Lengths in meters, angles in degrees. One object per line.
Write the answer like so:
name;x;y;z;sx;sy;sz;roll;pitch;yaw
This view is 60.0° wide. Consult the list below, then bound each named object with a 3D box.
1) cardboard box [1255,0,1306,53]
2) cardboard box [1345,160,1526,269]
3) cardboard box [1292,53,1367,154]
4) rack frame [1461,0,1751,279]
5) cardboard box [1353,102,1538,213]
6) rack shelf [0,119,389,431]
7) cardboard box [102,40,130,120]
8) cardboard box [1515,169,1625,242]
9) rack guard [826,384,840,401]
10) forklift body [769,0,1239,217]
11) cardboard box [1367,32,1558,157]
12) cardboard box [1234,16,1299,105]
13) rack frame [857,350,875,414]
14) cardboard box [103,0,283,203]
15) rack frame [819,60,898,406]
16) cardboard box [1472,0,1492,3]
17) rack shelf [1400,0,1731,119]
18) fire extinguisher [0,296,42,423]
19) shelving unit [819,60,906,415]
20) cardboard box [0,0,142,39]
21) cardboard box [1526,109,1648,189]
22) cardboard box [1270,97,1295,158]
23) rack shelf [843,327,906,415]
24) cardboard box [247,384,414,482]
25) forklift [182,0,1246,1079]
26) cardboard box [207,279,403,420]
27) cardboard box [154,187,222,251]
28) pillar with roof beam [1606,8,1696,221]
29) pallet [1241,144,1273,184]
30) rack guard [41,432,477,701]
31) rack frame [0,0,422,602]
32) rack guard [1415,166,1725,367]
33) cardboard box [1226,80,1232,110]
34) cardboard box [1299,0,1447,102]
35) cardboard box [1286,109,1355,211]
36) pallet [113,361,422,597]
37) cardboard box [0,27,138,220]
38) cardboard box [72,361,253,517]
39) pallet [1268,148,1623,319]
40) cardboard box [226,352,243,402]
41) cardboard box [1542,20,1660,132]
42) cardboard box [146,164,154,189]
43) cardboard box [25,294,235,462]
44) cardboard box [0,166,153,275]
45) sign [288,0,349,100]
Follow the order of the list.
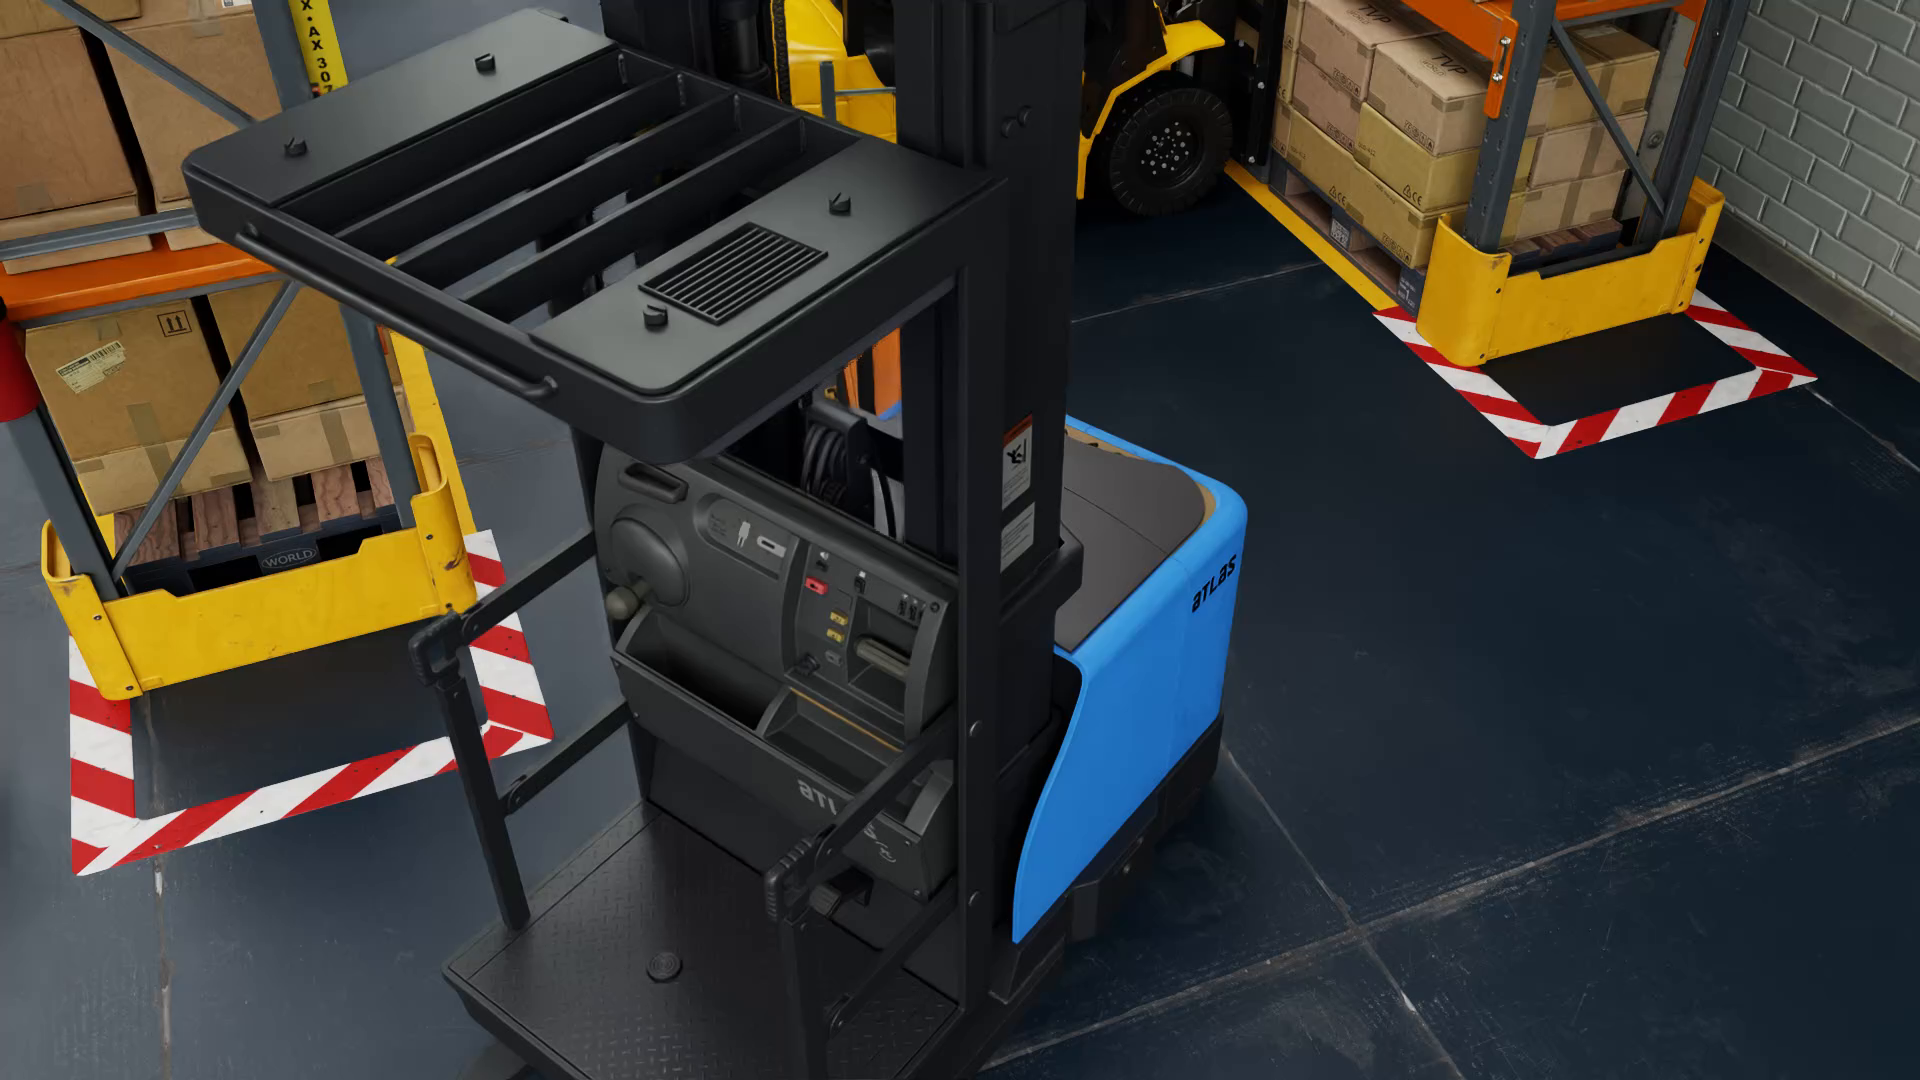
cardboard box;1.556;-2.372;7.227;0.500;0.250;0.500;-15;43;-16
cardboard box;1.952;-1.390;6.852;0.500;0.250;0.500;-15;43;-17
cardboard box;1.767;-1.895;7.056;0.500;0.250;0.500;-16;43;-17
rack frame;2.424;-2.069;5.855;1.000;3.000;0.127;-15;43;-17
cardboard box;1.949;-1.590;6.702;0.500;0.250;0.500;-16;43;-17
rack shelf;-2.926;-1.760;6.048;1.077;0.370;4.000;-15;43;-17
cardboard box;-2.811;-1.540;4.935;0.500;0.500;0.500;-15;43;-17
cardboard box;2.416;-1.530;7.015;0.500;0.250;0.500;-15;43;-17
rack guard;-0.190;-0.466;6.100;0.587;0.250;0.087;-5;41;-6
forklift body;0.012;-2.434;6.931;2.313;2.155;1.214;-15;43;-17
cardboard box;1.959;-1.764;6.521;0.500;0.250;0.500;-14;43;-15
cardboard box;1.550;-2.201;7.412;0.500;0.250;0.500;-16;43;-18
rack frame;-0.044;-0.284;4.930;0.500;1.500;0.032;-5;41;-6
cardboard box;-2.086;-1.333;4.695;0.500;0.500;0.500;-16;43;-18
rack frame;-0.190;-0.940;5.693;0.500;1.500;0.032;-5;41;-6
cardboard box;1.993;-2.338;6.091;0.500;0.500;0.500;-16;43;-18
rack shelf;1.658;-3.001;7.491;1.077;0.370;4.000;-15;43;-17
fire extinguisher;-2.543;-0.615;4.224;0.296;0.674;0.183;-15;43;-17
shelving unit;-0.118;-0.618;5.319;0.587;1.500;1.083;-5;41;-6
cardboard box;-2.558;-1.611;4.251;0.700;0.500;0.500;-16;43;-18
cardboard box;2.436;-1.710;6.841;0.500;0.250;0.500;-14;43;-16
cardboard box;1.587;-1.995;7.556;0.500;0.250;0.500;-15;43;-16
rack shelf;-0.117;-0.476;5.429;0.538;0.185;1.000;-5;41;-6
cardboard box;-2.214;-0.500;5.817;0.500;0.250;0.500;-15;43;-17
forklift;-0.536;0.160;3.316;1.130;2.935;3.031;26;47;27
cardboard box;-2.224;-0.798;5.589;0.500;0.500;0.500;-16;43;-18
cardboard box;-2.100;-0.989;4.792;0.380;0.149;0.250;-15;43;-17
pillar with roof beam;-0.988;-3.914;3.399;9.100;9.000;0.400;-15;43;-17
pallet;1.629;-2.195;8.141;1.003;0.211;1.213;-15;43;-17
rack guard;-2.190;0.074;5.281;1.175;0.500;0.348;-15;43;-17
rack frame;-2.161;-0.828;4.412;1.000;3.000;0.127;-15;43;-17
rack guard;2.433;-1.106;6.653;1.175;0.500;0.348;-15;43;-17
cardboard box;1.368;-2.302;7.914;0.500;0.250;0.500;-14;43;-16
cardboard box;1.758;-2.070;6.877;0.500;0.250;0.500;-14;43;-16
cardboard box;1.770;-1.692;7.203;0.500;0.250;0.500;-15;43;-17
pallet;-2.468;-0.315;5.954;1.003;0.211;1.213;-15;43;-17
cardboard box;-2.623;-1.237;4.583;0.500;0.500;0.500;-16;43;-18
cardboard box;-2.728;-0.379;5.677;0.500;0.250;0.500;-15;43;-17
pallet;2.092;-1.462;7.288;1.003;0.211;1.213;-15;43;-17
cardboard box;-2.910;-0.679;6.025;0.500;0.250;0.500;-15;43;-17
cardboard box;2.415;-1.901;6.680;0.500;0.250;0.500;-16;43;-18
cardboard box;-2.210;-1.138;4.965;0.380;0.149;0.250;-14;43;-16
cardboard box;-2.708;-0.647;5.413;0.500;0.500;0.500;-15;43;-17
cardboard box;-2.502;-0.905;4.694;0.380;0.149;0.250;-14;43;-15
sign;-1.660;-1.292;4.288;0.100;0.325;0.005;-15;43;-17
